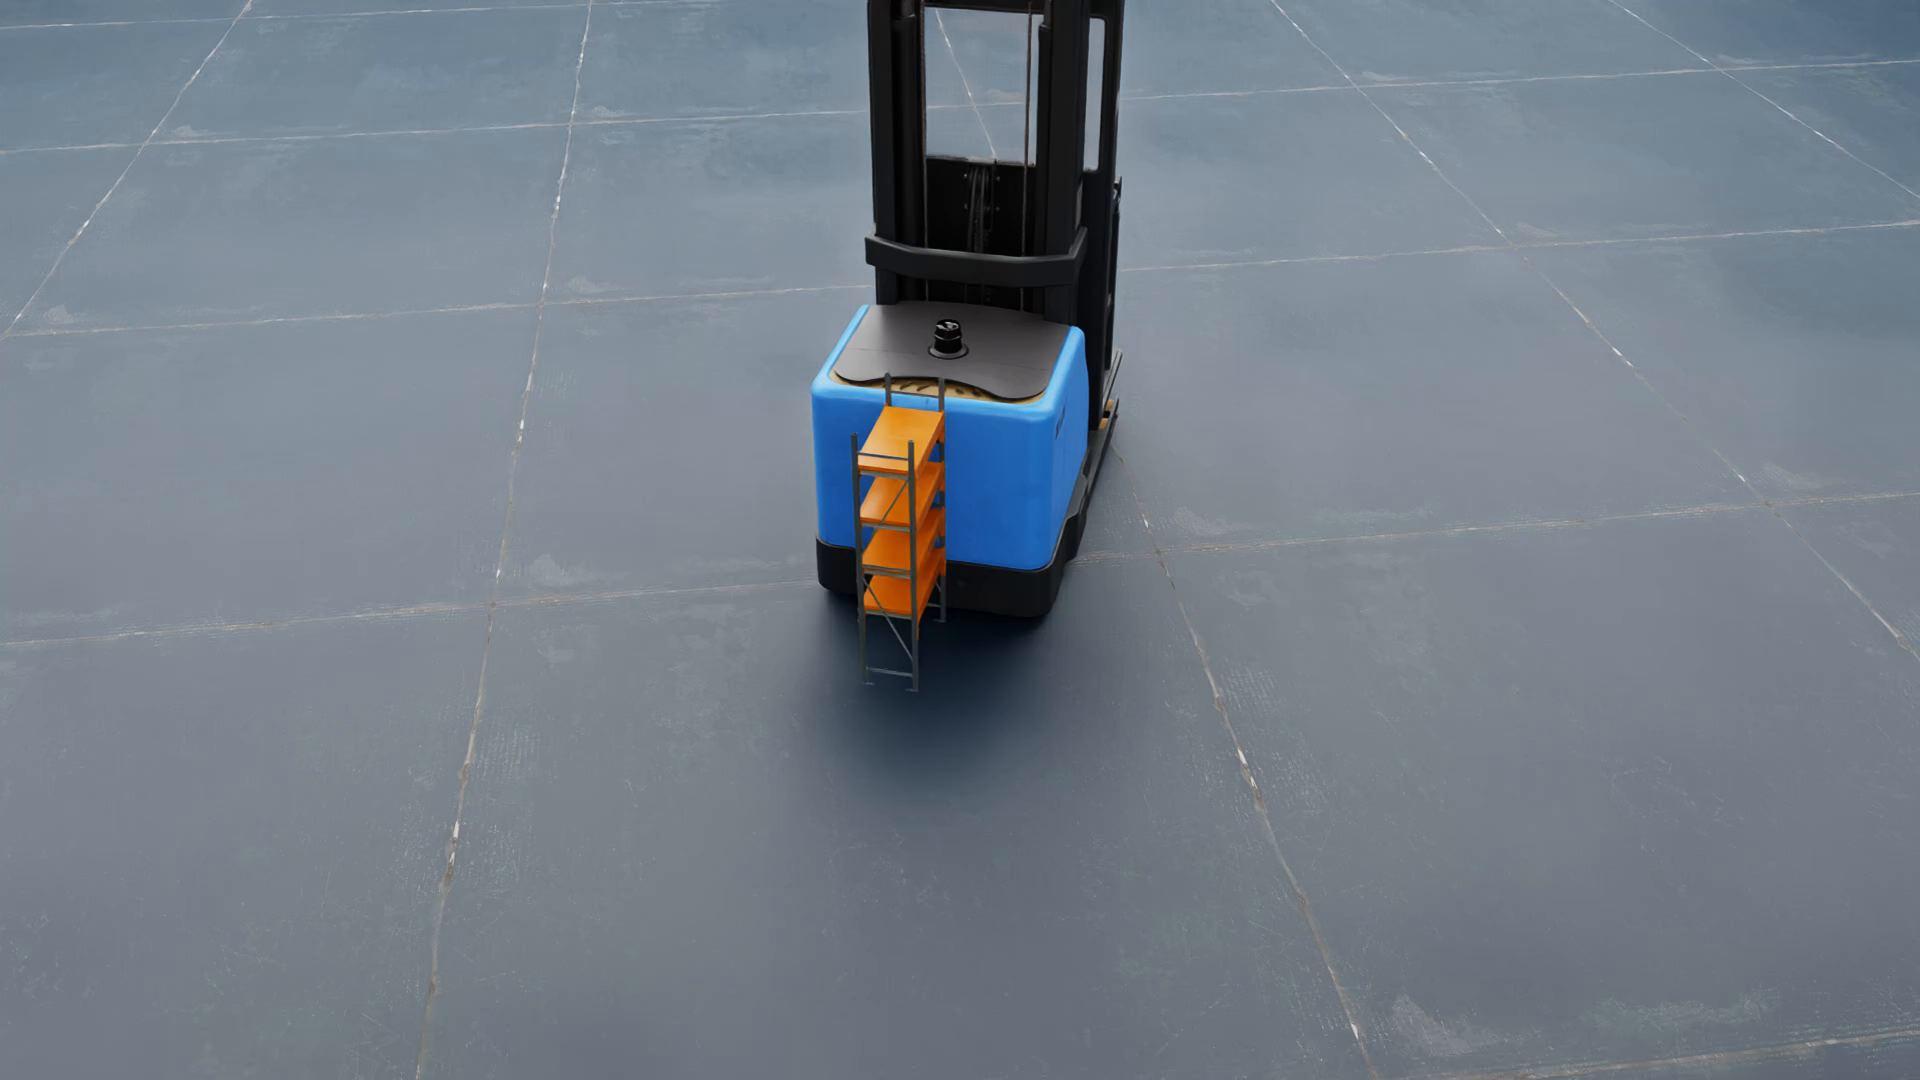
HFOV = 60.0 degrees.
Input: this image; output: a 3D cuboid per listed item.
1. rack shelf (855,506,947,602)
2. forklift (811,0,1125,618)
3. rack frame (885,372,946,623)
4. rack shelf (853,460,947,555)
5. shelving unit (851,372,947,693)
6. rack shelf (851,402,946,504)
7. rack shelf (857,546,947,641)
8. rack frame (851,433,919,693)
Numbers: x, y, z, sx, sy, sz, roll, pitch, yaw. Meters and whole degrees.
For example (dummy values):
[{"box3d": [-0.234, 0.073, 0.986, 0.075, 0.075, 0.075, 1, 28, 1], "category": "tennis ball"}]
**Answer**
[{"box3d": [-0.234, 0.036, 6.751, 0.258, 0.148, 0.480, 7, 35, 11], "category": "rack shelf"}, {"box3d": [0.201, -1.704, 7.647, 1.130, 2.935, 3.031, 7, 35, 11], "category": "forklift"}, {"box3d": [-0.179, -0.153, 6.910, 0.240, 1.200, 0.015, 7, 35, 11], "category": "rack frame"}, {"box3d": [-0.234, -0.149, 6.625, 0.258, 0.148, 0.480, 7, 35, 11], "category": "rack shelf"}, {"box3d": [-0.234, -0.020, 6.713, 0.258, 1.200, 0.503, 7, 35, 11], "category": "shelving unit"}, {"box3d": [-0.234, -0.344, 6.492, 0.258, 0.148, 0.480, 7, 35, 11], "category": "rack shelf"}, {"box3d": [-0.234, 0.200, 6.863, 0.258, 0.148, 0.480, 7, 35, 11], "category": "rack shelf"}, {"box3d": [-0.289, 0.114, 6.517, 0.240, 1.200, 0.015, 7, 35, 11], "category": "rack frame"}]
